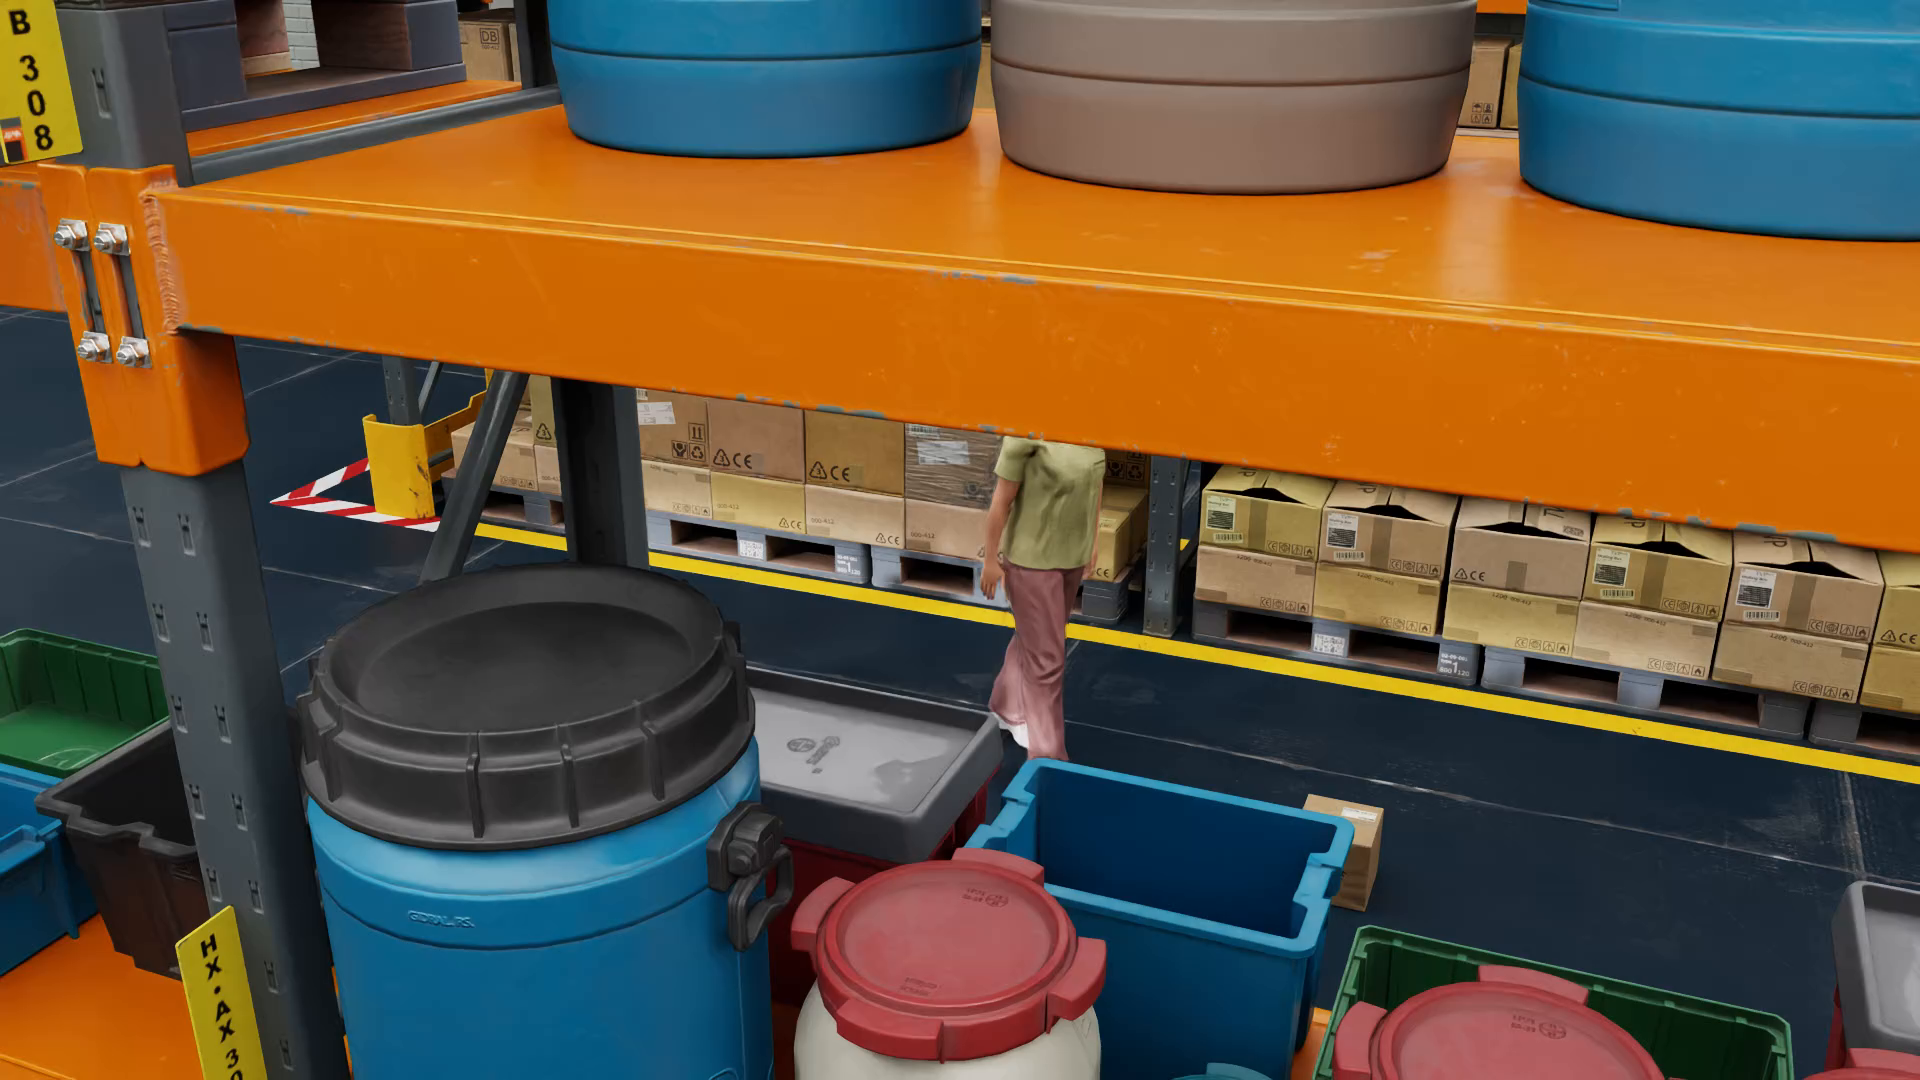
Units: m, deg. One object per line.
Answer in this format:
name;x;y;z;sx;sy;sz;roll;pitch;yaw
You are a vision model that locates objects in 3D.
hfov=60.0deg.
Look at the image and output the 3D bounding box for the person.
person;0.313;0.081;5.908;0.548;1.679;0.710;-18;29;-37
